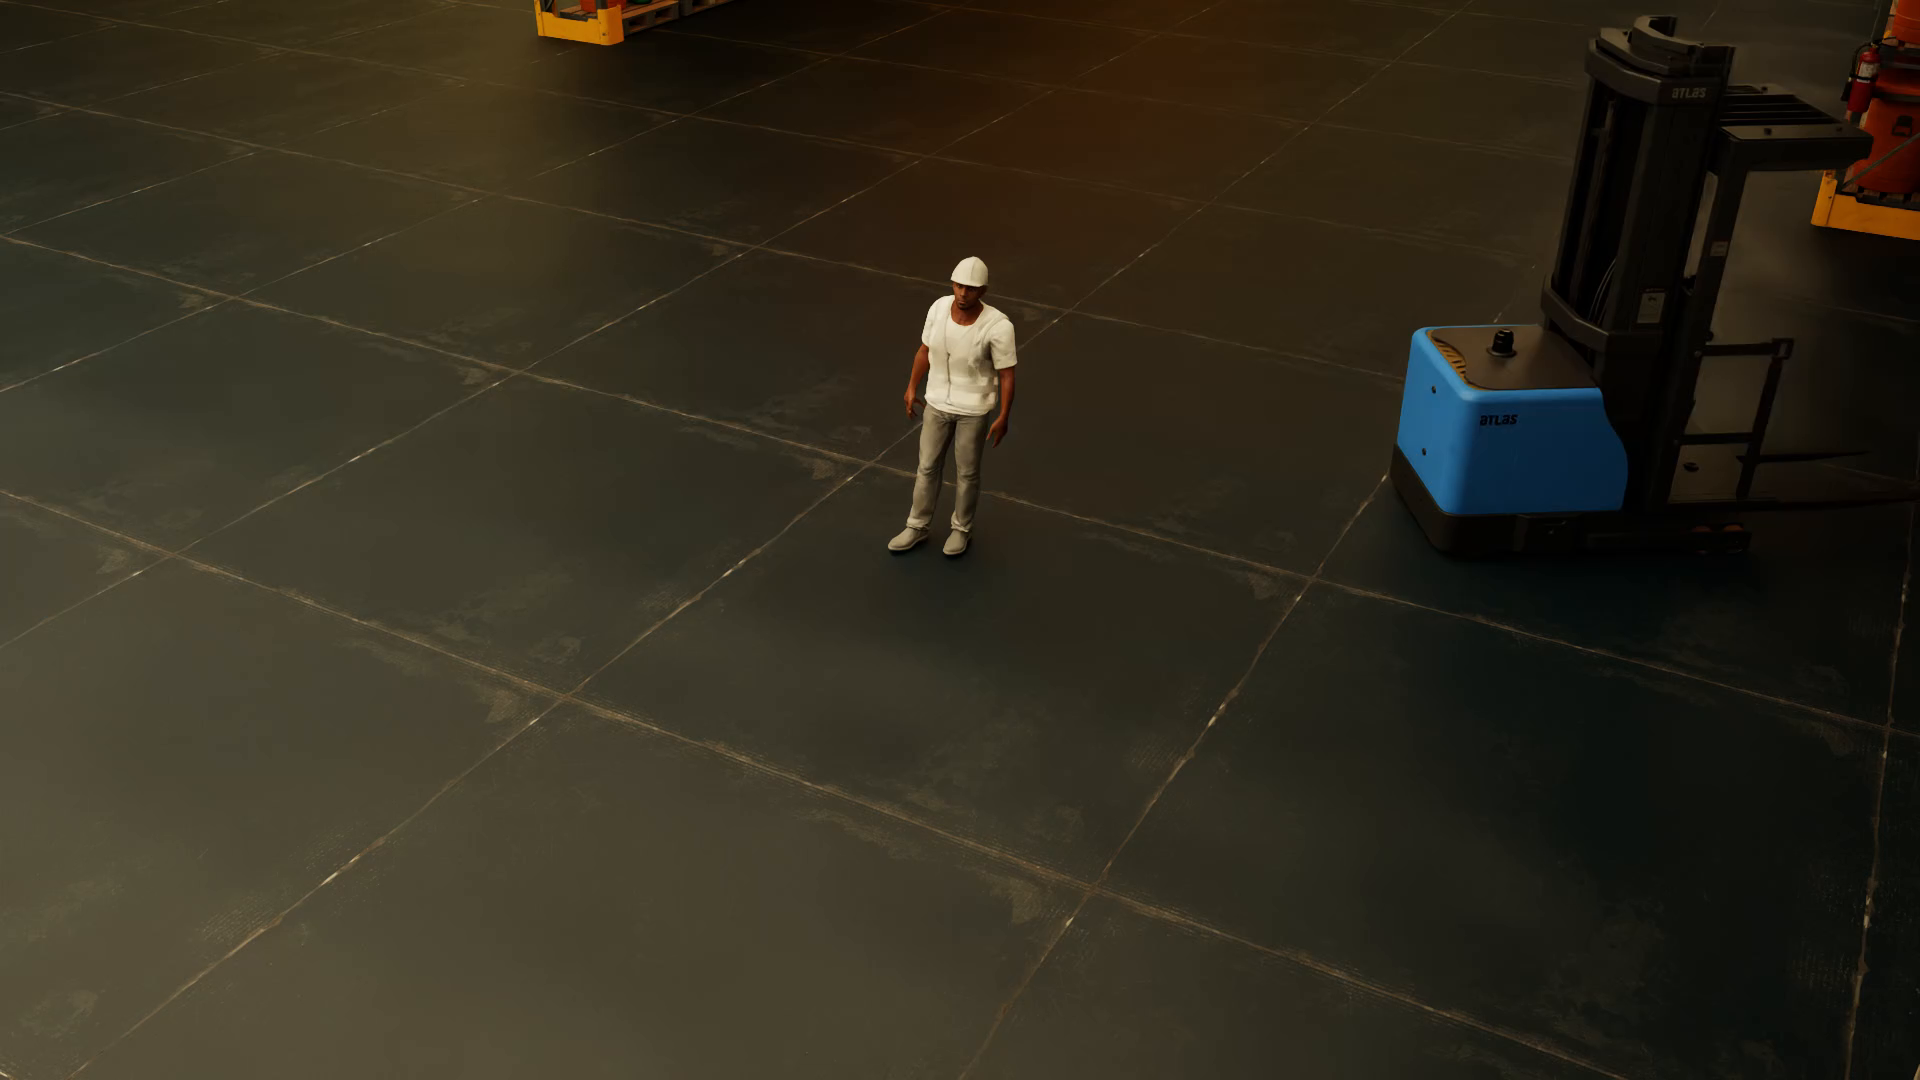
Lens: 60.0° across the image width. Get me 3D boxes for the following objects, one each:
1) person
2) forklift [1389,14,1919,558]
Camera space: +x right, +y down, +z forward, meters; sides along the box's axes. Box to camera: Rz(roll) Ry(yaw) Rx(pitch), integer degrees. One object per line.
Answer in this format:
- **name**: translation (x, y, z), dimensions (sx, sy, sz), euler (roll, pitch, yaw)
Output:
- **person**: translation (-0.039, -0.742, 9.507), dimensions (0.665, 1.768, 0.575), euler (15, 33, 25)
- **forklift**: translation (4.268, -1.448, 9.579), dimensions (3.031, 2.935, 1.130), euler (-2, 30, -4)
